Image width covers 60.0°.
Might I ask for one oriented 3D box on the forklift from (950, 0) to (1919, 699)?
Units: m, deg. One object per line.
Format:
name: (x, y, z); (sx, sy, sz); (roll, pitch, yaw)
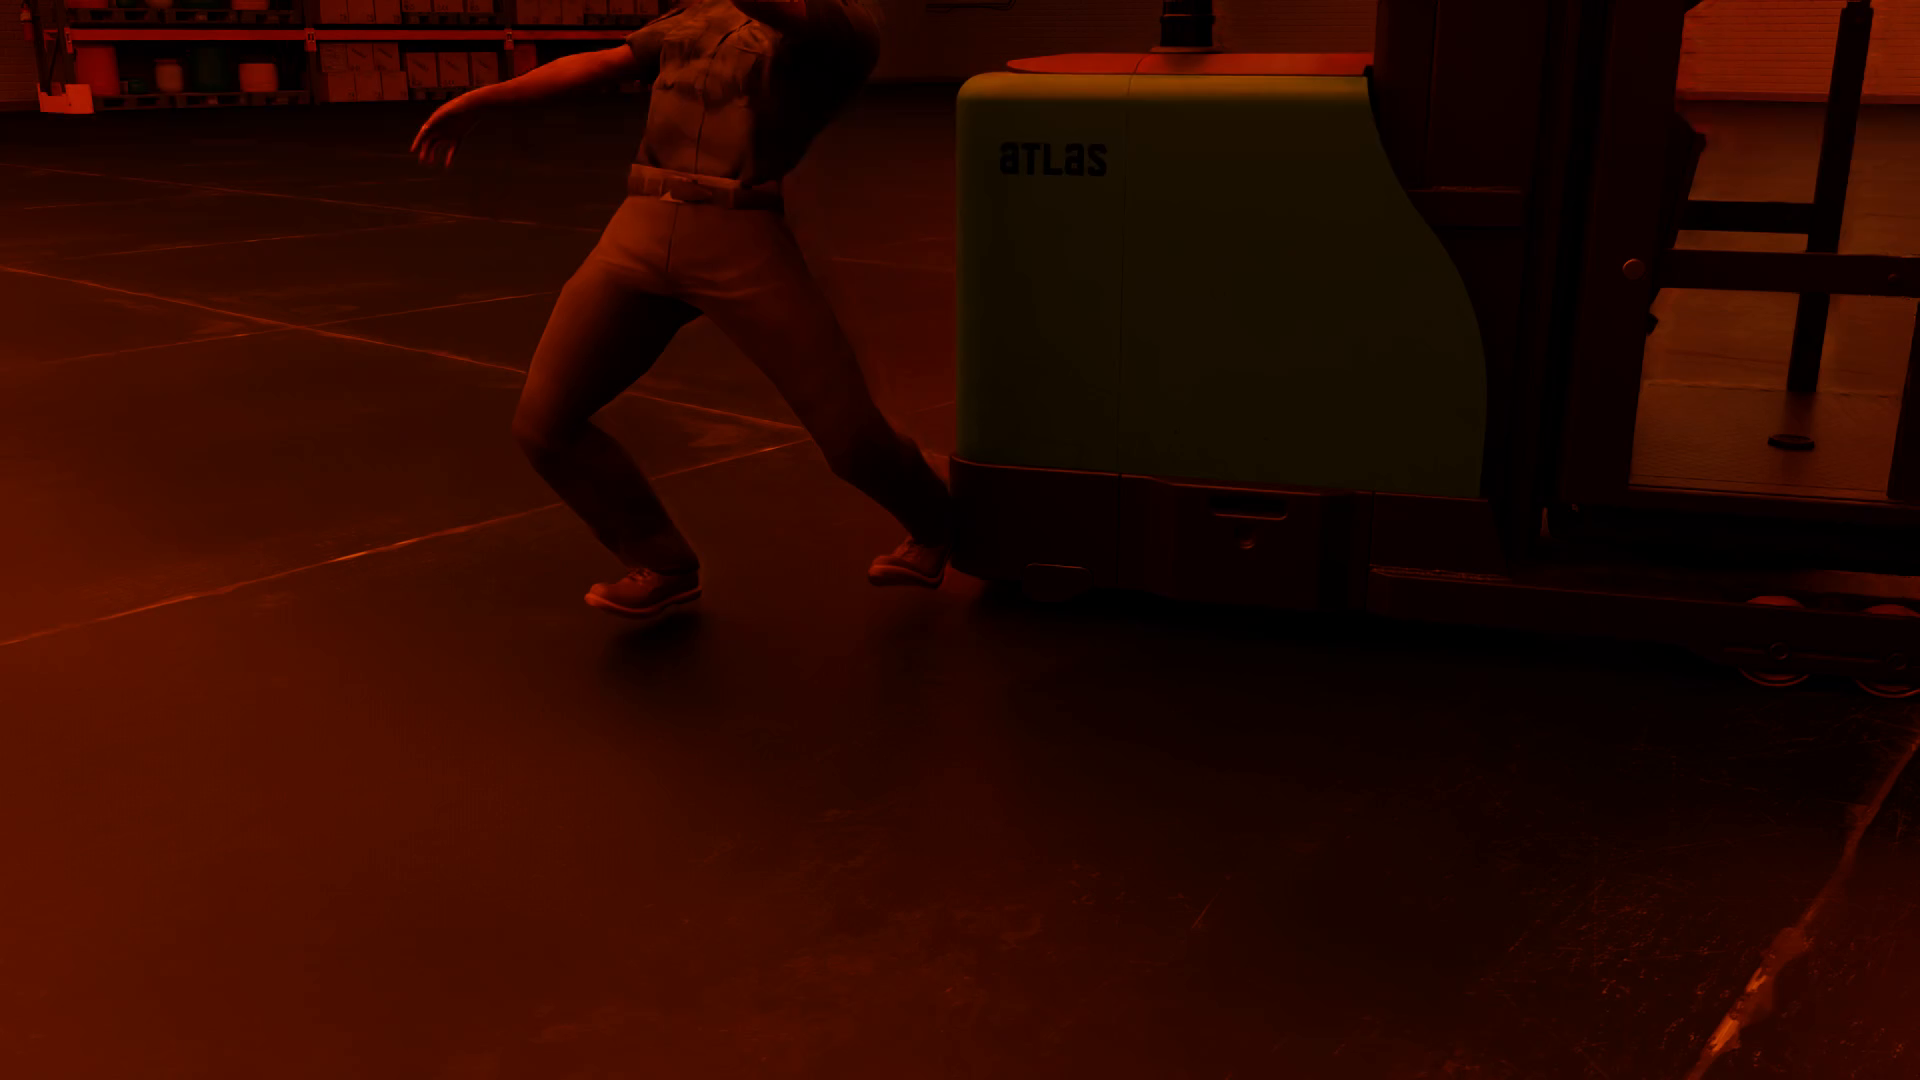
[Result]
forklift: (1.554, -1.288, 3.140); (3.031, 2.935, 1.130); (5, 18, 15)

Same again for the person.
person: (-0.548, -0.533, 3.164); (0.965, 1.409, 0.747); (6, 18, 18)
